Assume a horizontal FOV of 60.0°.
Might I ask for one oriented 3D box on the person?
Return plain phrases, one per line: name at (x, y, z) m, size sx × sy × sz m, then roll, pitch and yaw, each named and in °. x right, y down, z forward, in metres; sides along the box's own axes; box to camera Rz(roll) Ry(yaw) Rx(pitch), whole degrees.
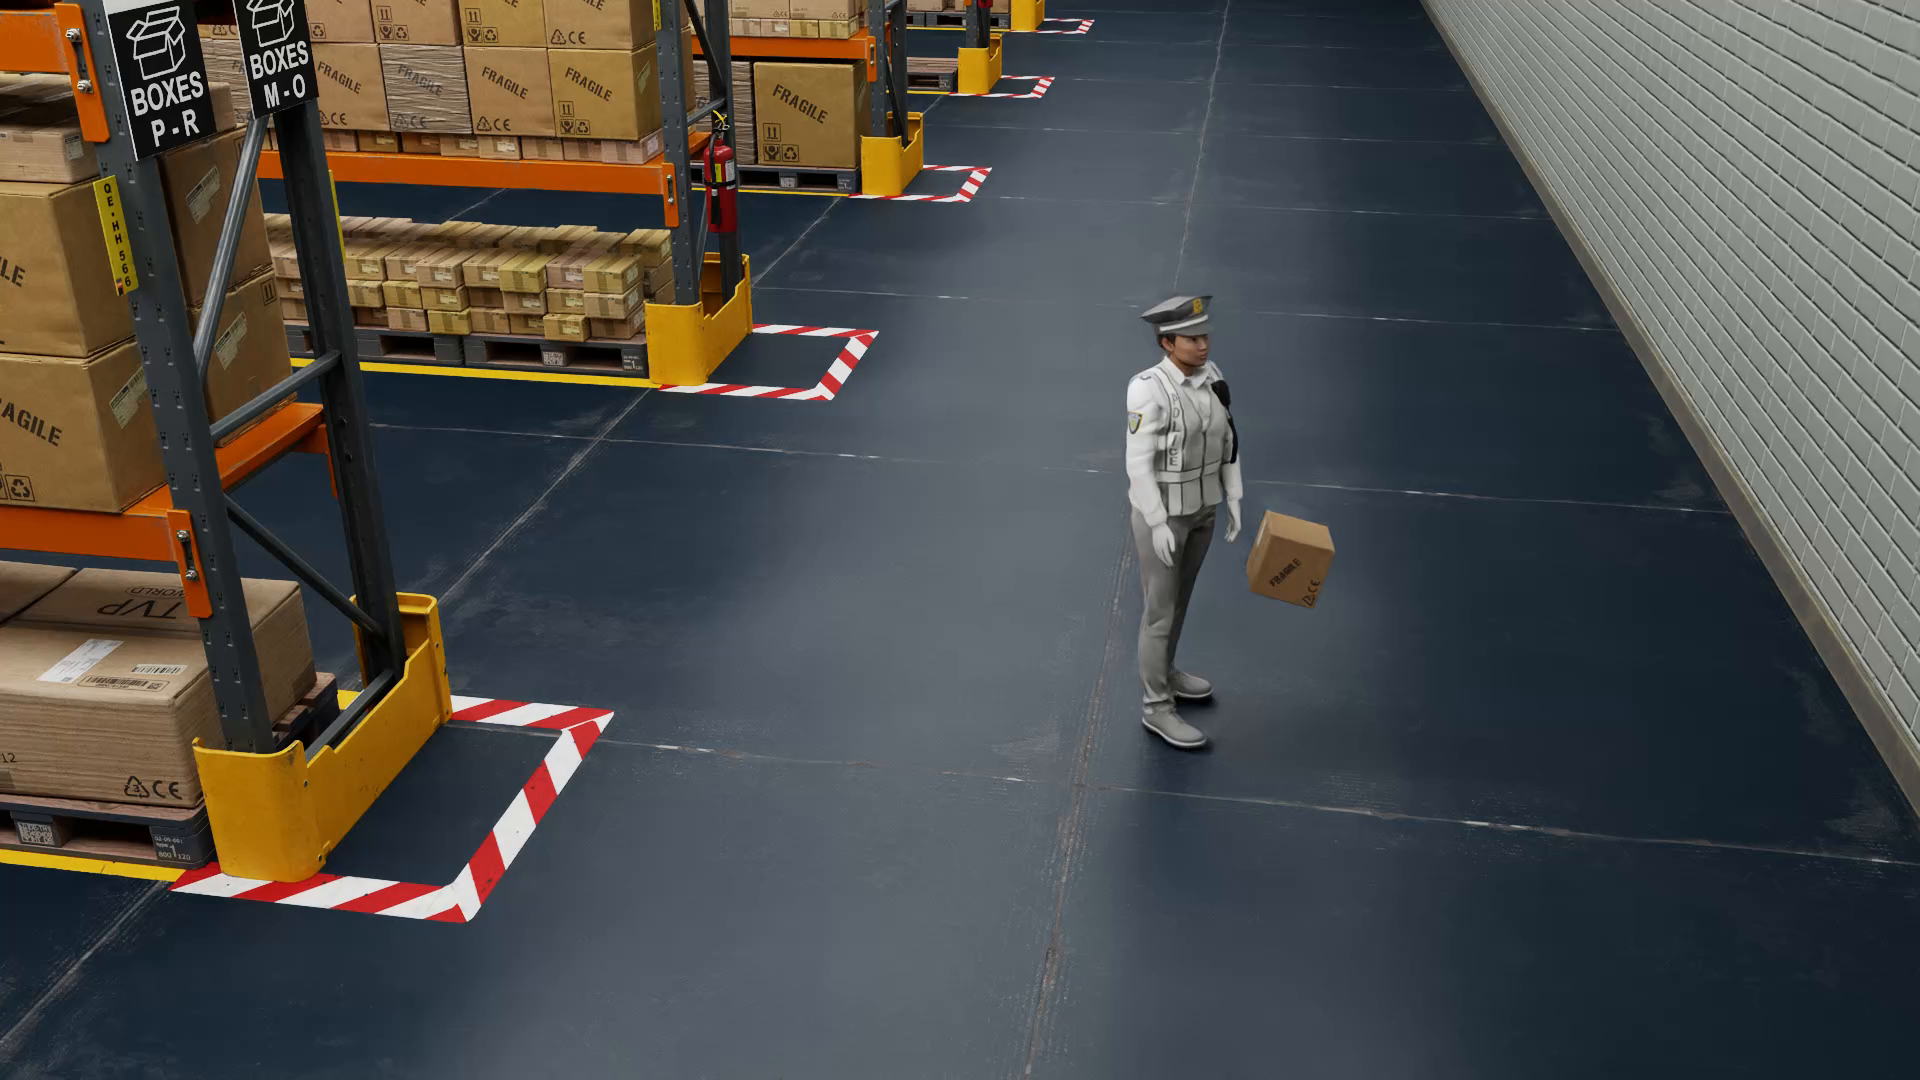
person at (0.875, -0.090, 6.236) m, size 0.543 × 1.691 × 0.516 m, roll -20°, pitch 32°, yaw -36°
